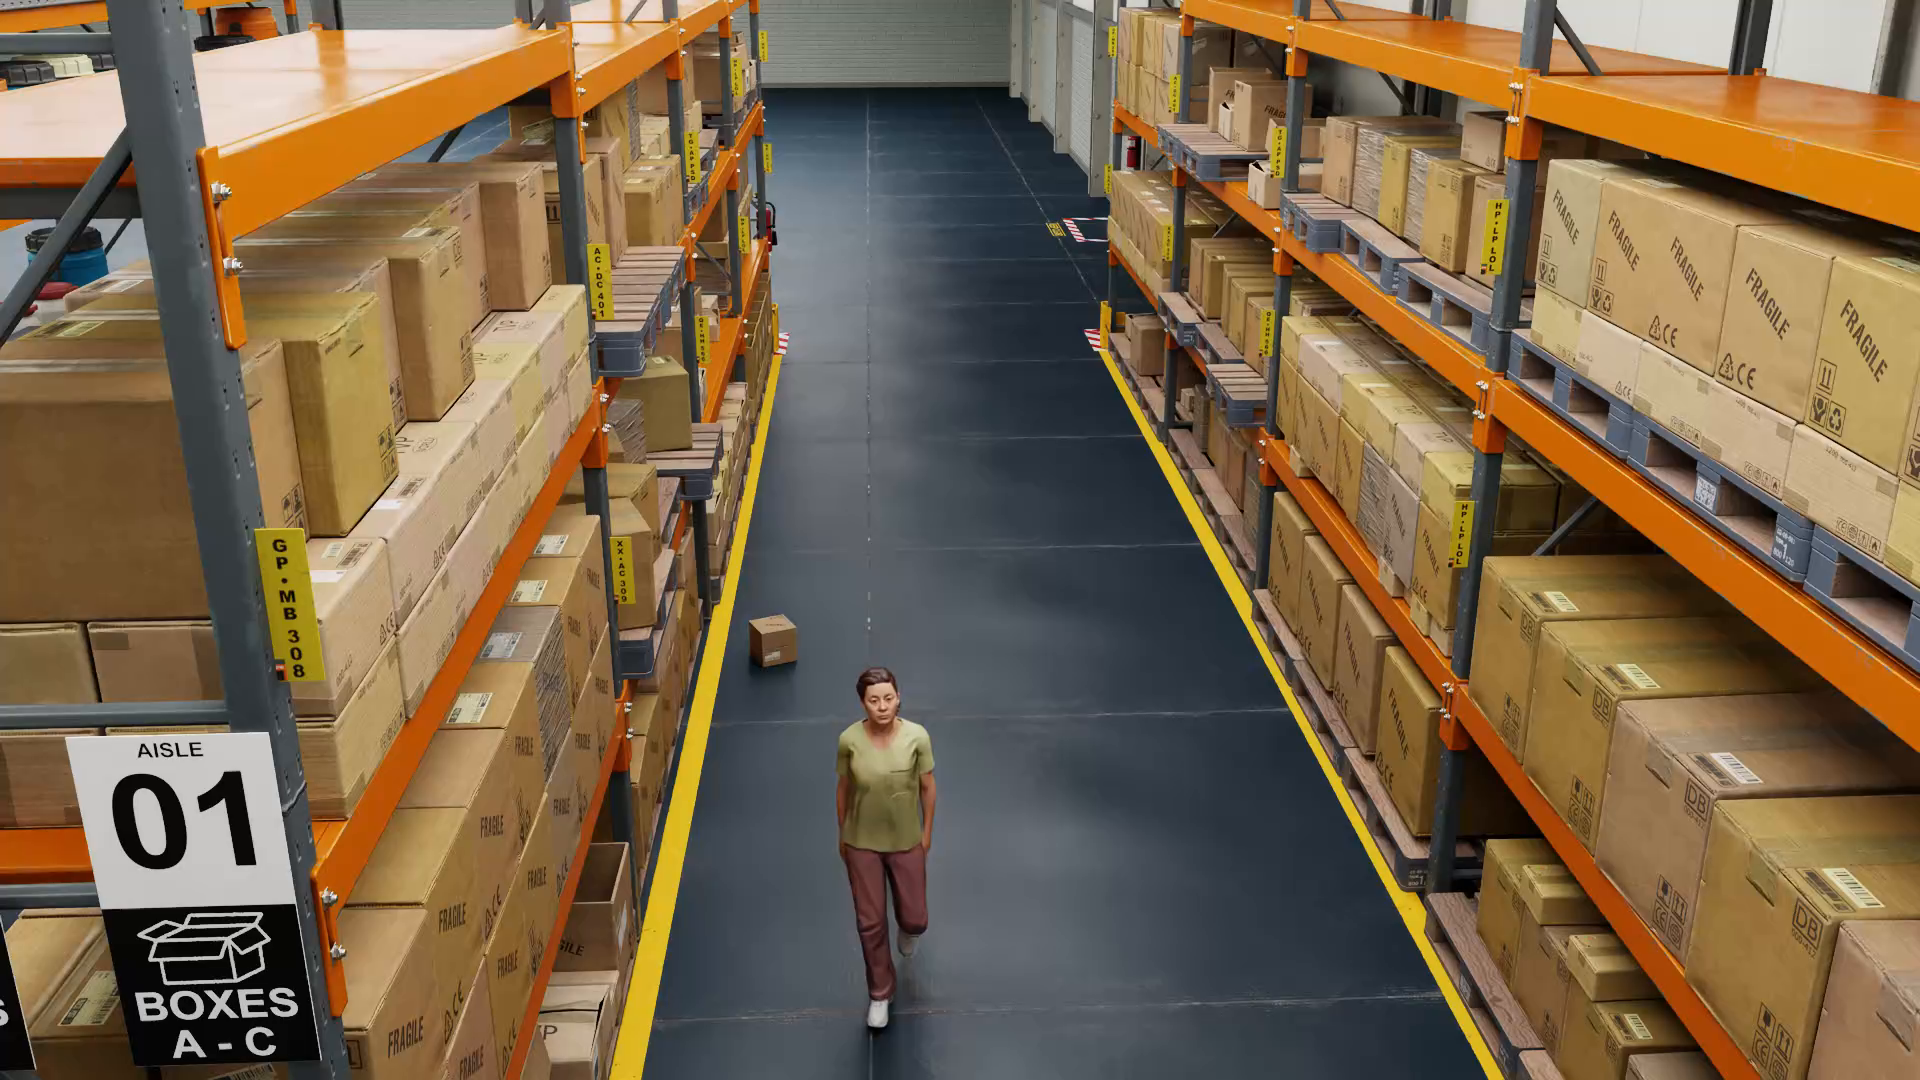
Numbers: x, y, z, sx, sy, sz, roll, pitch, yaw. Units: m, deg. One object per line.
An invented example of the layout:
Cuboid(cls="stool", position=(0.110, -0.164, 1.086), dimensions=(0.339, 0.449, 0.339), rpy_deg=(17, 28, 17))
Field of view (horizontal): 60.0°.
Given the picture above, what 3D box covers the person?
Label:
Cuboid(cls="person", position=(-0.333, 1.328, 7.496), dimensions=(0.448, 1.648, 0.665), rpy_deg=(0, 20, 0))
